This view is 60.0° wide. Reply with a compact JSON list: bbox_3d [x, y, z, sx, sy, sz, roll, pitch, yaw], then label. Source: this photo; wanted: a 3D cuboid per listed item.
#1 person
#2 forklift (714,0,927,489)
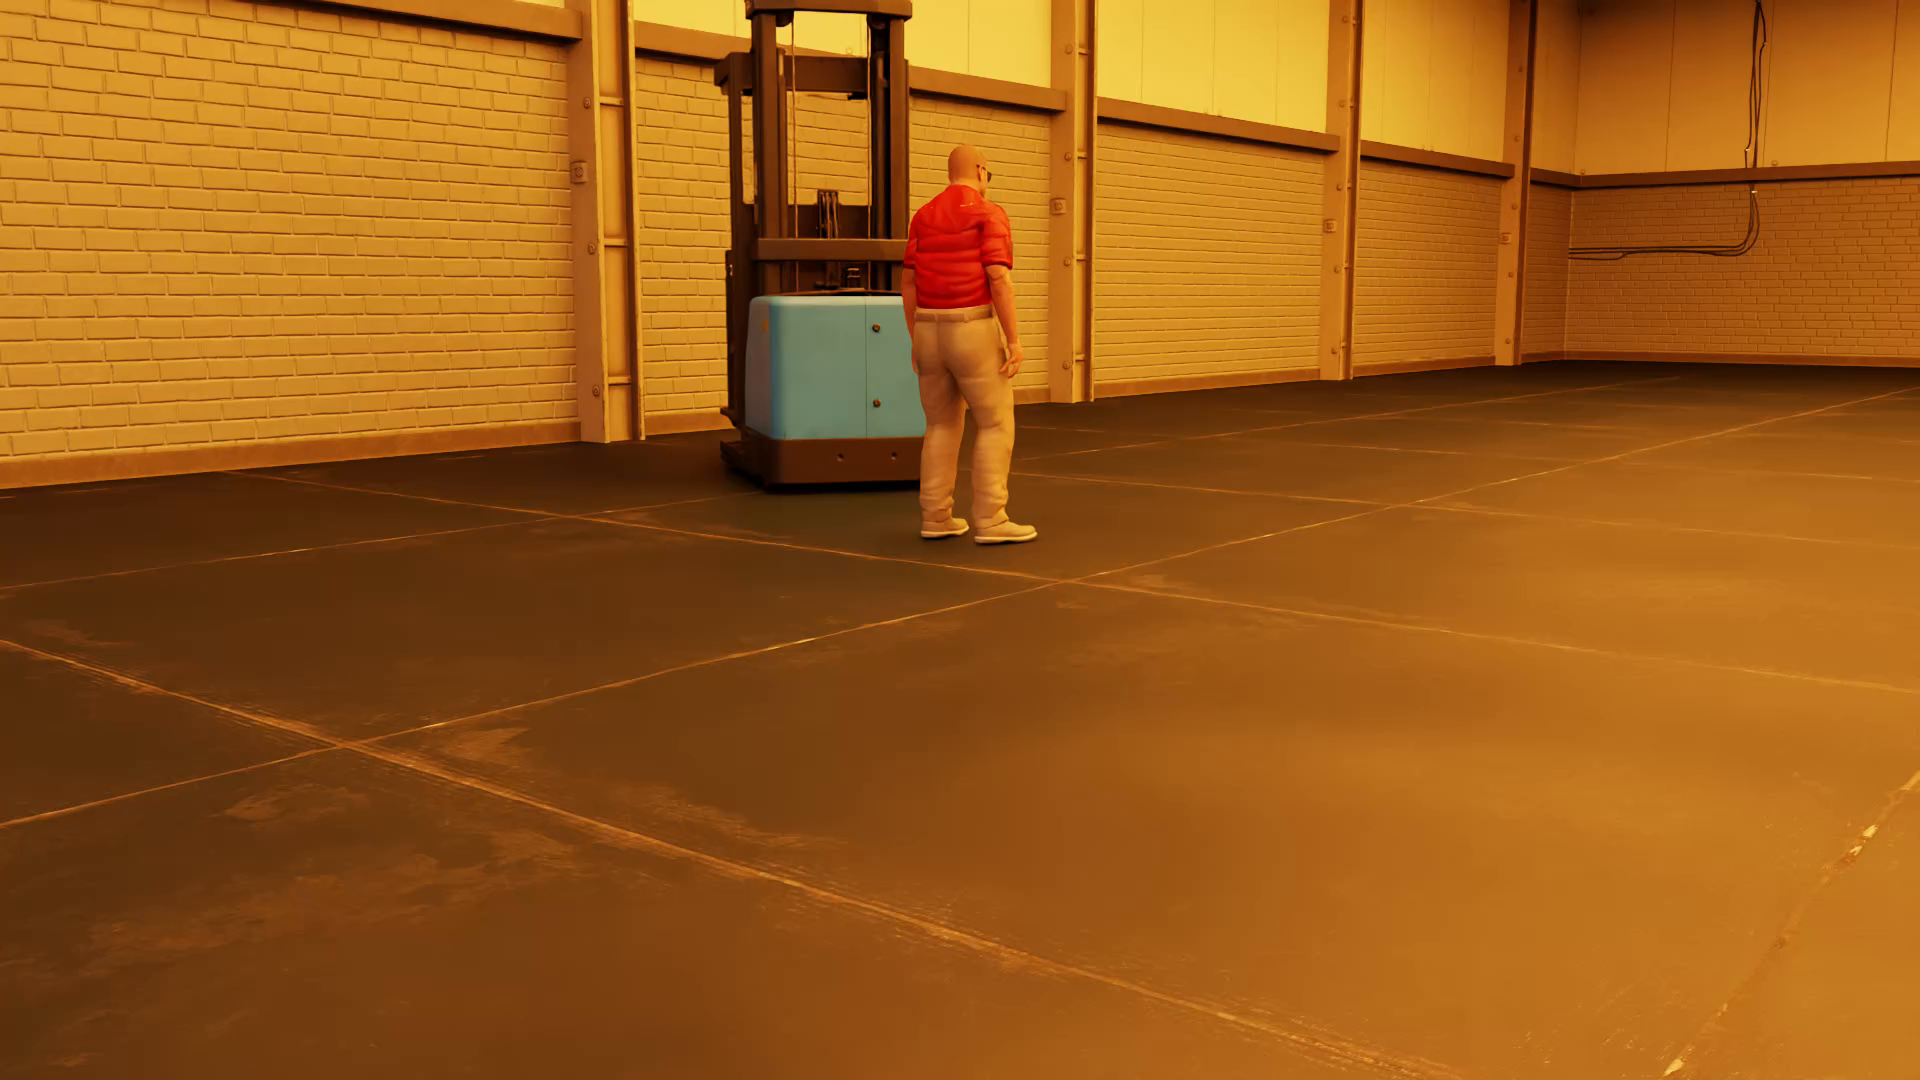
[{"bbox_3d":[0.017,-0.860,7.314,0.587,1.726,0.396,6,10,37],"label":"person"},{"bbox_3d":[-0.911,-1.910,10.331,1.130,2.935,3.031,-2,9,-15],"label":"forklift"}]
